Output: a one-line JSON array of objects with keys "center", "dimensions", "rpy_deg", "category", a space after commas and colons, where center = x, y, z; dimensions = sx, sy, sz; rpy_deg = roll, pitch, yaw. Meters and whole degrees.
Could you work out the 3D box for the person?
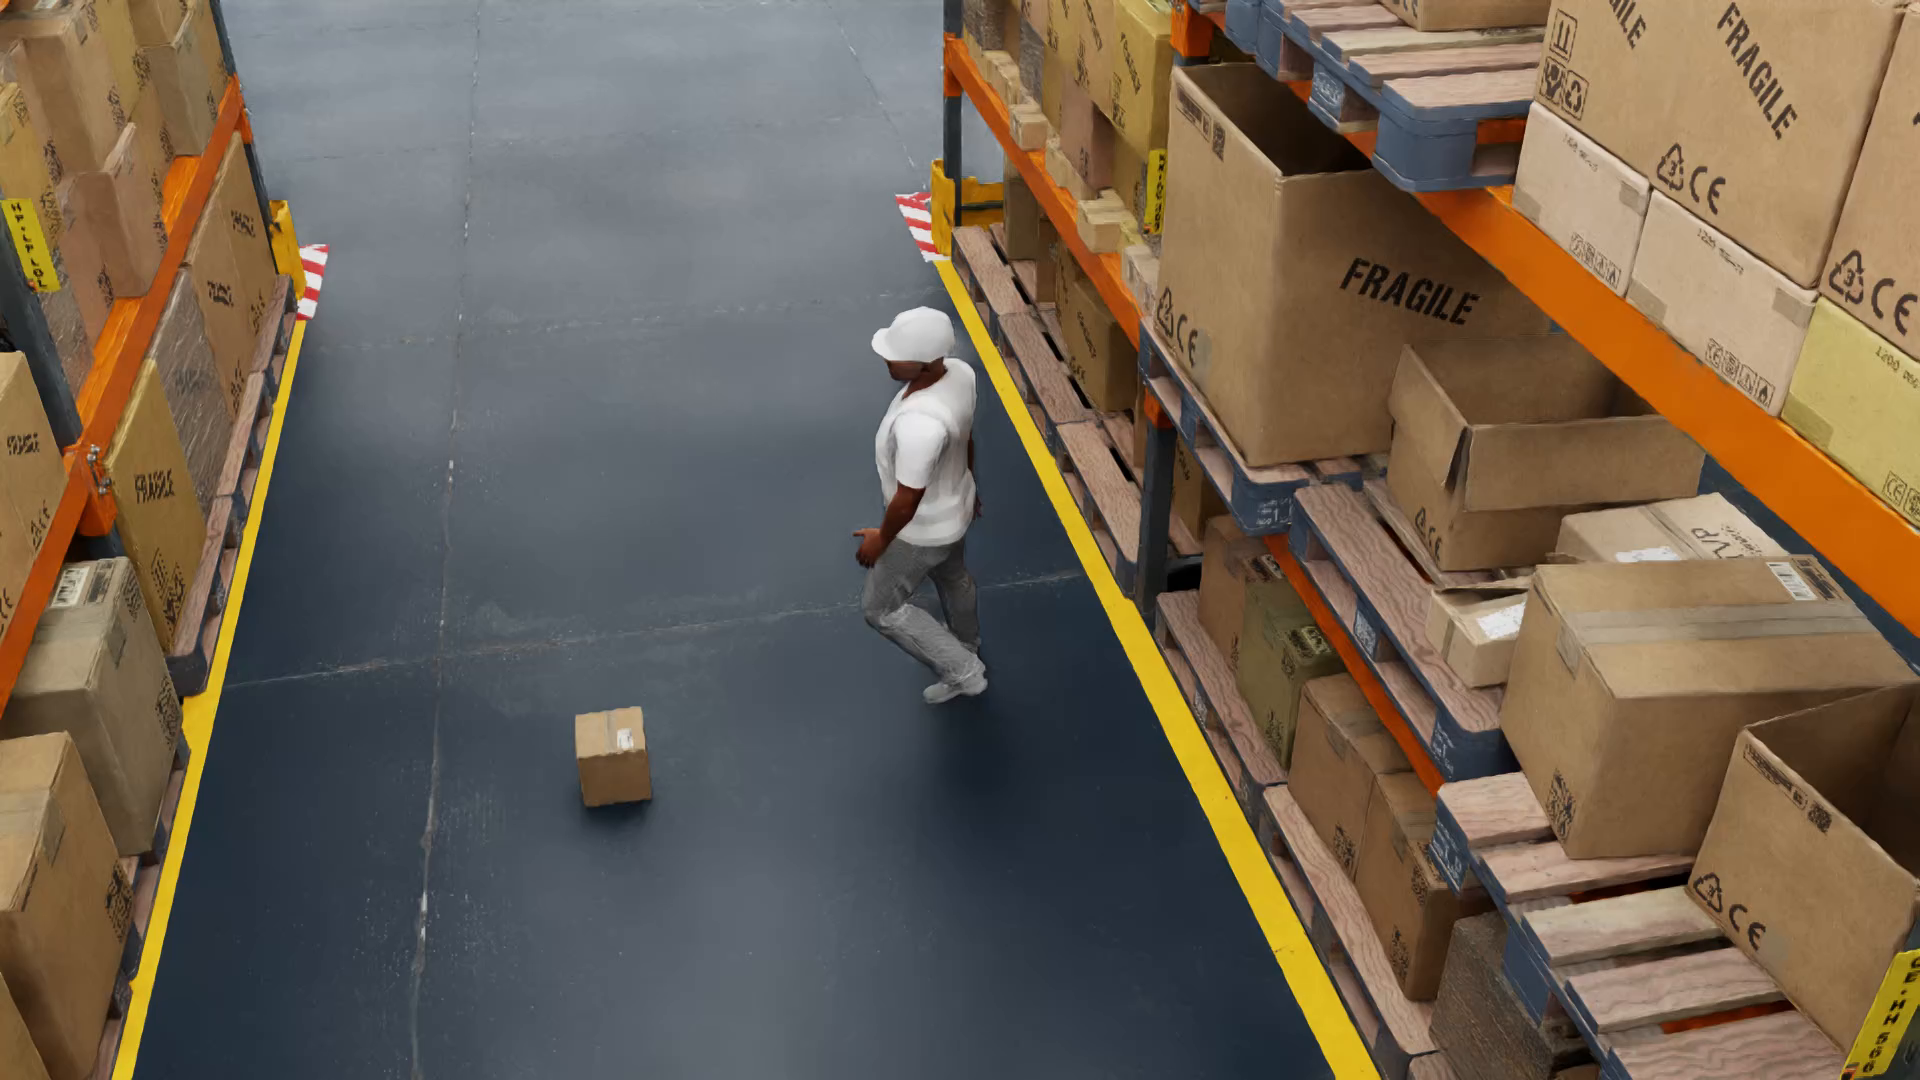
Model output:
[{"center": [-0.103, -0.132, 6.307], "dimensions": [0.523, 1.743, 0.689], "rpy_deg": [7, 35, 10], "category": "person"}]
